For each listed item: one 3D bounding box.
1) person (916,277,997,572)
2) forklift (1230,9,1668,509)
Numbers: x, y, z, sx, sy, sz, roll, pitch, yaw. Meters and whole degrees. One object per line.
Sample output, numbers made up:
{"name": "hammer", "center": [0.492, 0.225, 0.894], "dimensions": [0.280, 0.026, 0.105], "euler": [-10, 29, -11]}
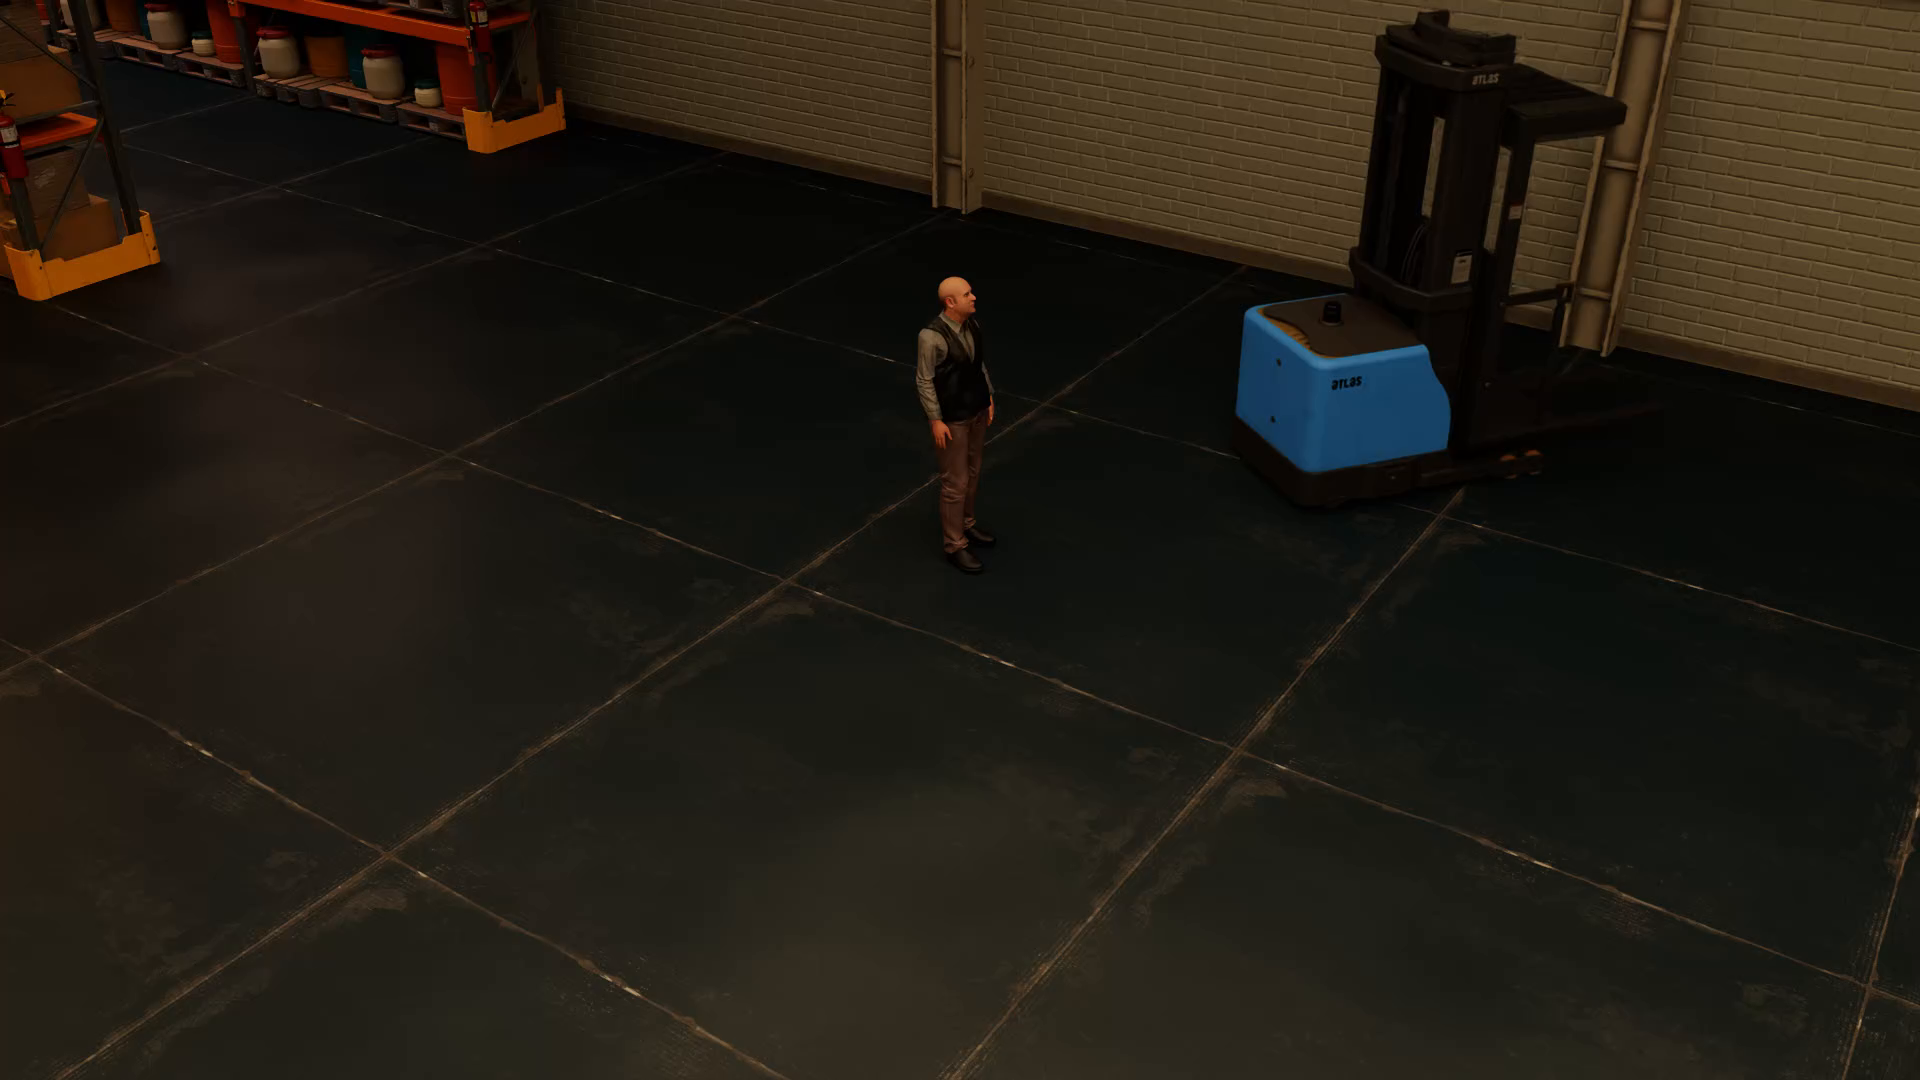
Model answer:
{"name": "person", "center": [0.054, -0.728, 10.024], "dimensions": [0.552, 1.720, 0.632], "euler": [19, 35, 29]}
{"name": "forklift", "center": [3.442, -1.913, 10.875], "dimensions": [3.031, 2.935, 1.130], "euler": [-10, 32, -17]}
